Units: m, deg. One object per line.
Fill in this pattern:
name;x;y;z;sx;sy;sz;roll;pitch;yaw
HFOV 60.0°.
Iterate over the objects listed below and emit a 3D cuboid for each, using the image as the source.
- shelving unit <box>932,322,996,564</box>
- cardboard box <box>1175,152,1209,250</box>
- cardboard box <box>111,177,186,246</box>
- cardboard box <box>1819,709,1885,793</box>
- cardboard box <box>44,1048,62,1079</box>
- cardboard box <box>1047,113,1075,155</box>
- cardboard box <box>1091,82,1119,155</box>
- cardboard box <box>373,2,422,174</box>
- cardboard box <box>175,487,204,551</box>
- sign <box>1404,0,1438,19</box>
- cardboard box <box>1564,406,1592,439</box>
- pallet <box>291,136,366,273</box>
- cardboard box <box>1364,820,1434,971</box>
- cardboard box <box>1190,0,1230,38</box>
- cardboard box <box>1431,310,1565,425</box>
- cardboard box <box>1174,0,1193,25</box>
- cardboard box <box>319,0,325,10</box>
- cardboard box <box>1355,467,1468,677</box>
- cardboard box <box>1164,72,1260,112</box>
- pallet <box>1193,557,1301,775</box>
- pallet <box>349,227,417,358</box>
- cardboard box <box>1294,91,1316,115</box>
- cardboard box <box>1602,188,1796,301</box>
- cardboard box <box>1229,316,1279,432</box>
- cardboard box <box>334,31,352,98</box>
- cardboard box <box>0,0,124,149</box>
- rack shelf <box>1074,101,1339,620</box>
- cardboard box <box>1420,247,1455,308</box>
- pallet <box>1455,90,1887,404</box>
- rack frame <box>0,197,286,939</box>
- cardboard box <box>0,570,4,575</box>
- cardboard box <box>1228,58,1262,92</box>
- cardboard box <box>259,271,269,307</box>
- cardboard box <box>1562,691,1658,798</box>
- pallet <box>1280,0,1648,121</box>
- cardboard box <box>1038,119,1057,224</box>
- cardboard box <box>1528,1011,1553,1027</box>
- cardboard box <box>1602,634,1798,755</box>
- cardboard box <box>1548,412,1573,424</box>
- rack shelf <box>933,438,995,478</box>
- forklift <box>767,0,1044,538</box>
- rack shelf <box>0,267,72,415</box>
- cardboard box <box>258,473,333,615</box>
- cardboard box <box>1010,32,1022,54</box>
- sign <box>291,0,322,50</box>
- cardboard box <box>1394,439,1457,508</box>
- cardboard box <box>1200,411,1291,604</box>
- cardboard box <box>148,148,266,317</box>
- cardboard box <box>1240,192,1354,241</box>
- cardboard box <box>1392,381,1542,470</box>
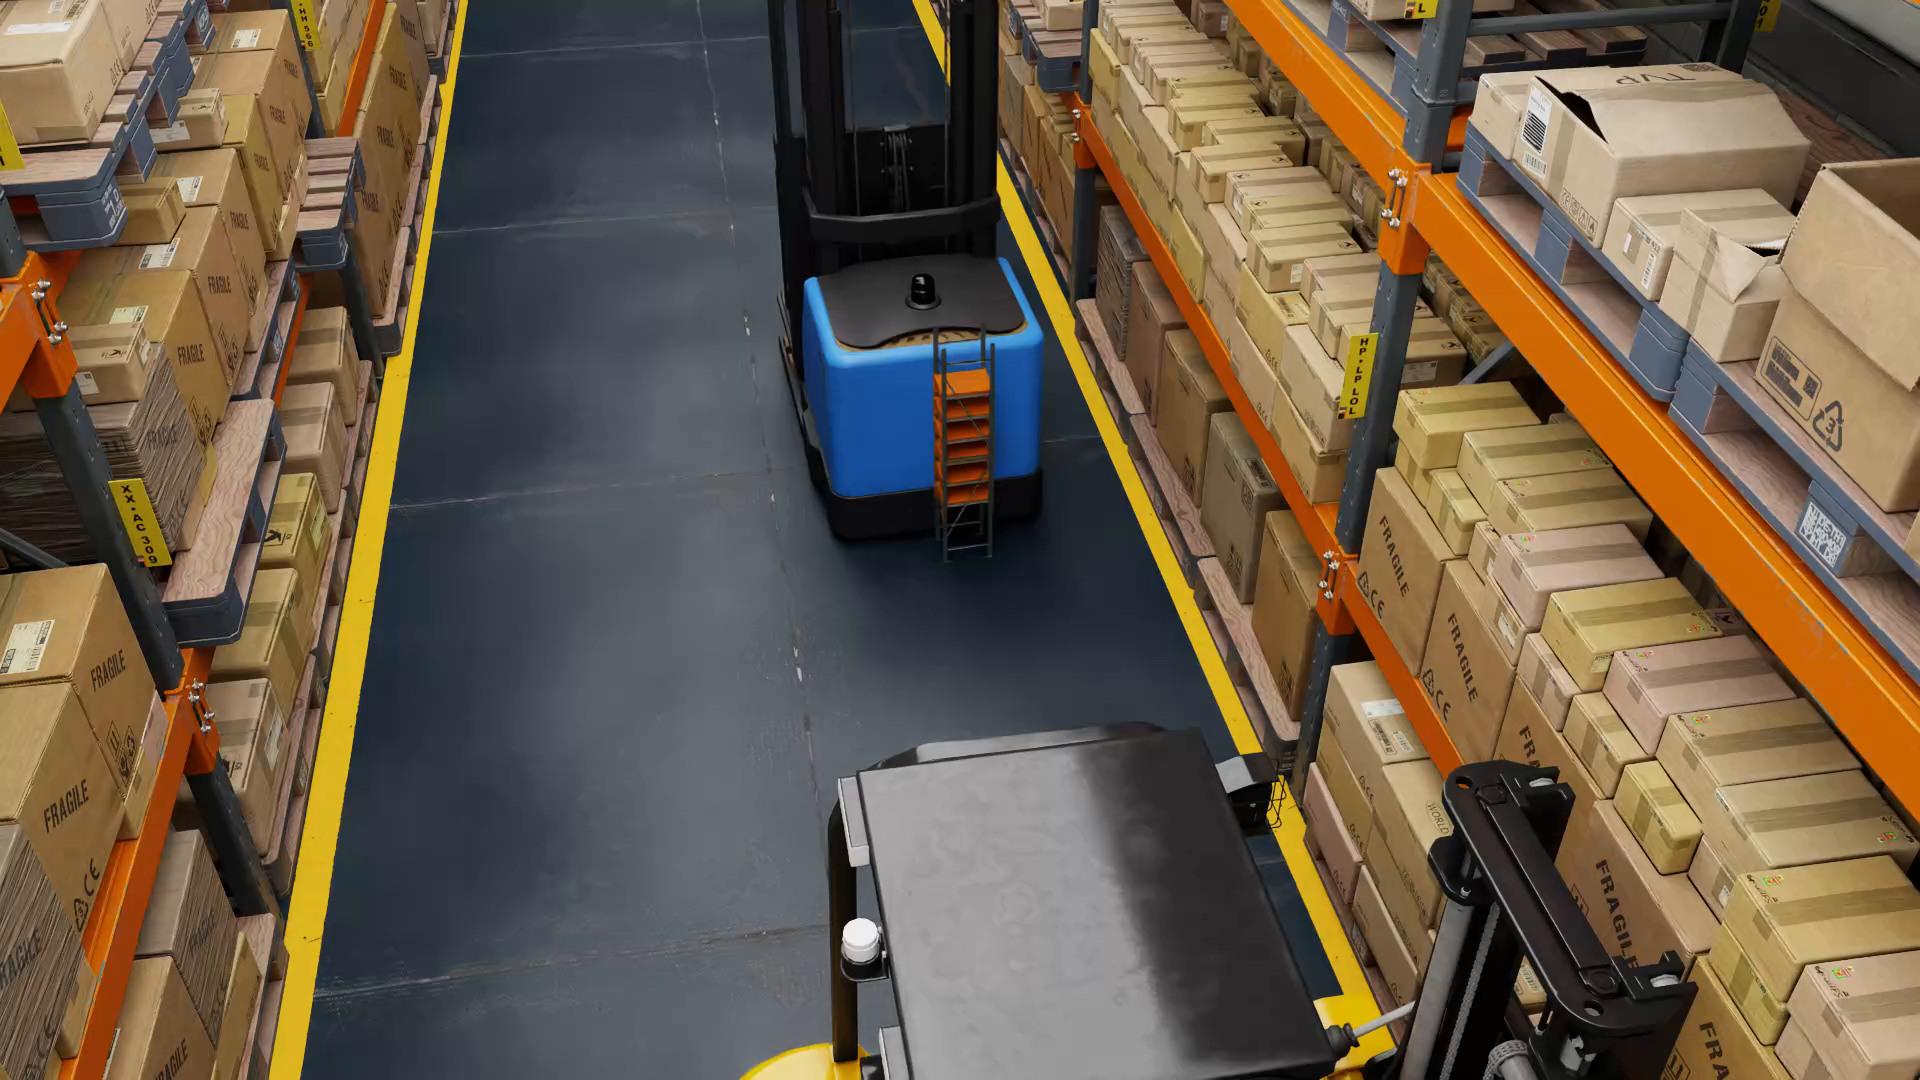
shelving unit;0.018;-0.431;7.727;0.258;1.200;0.189;-8;38;-10
cardboard box;1.267;-1.514;7.368;0.500;0.250;0.500;-6;38;-7
cardboard box;-3.056;-1.190;6.042;0.380;0.149;0.250;-4;38;-5
cardboard box;2.416;0.500;4.208;0.380;0.149;0.250;-5;38;-7
cardboard box;-2.477;1.387;4.124;0.380;0.149;0.250;-7;38;-9
cardboard box;0.741;-2.464;10.043;0.380;0.149;0.250;-8;39;-10
cardboard box;0.992;-2.243;8.714;0.500;0.250;0.500;-6;38;-8
cardboard box;-4.079;-2.892;10.818;0.875;0.875;0.875;-5;38;-7
cardboard box;-2.816;-0.079;5.669;0.380;0.149;0.250;-6;38;-7
sign;1.324;-1.629;4.679;0.100;0.325;0.005;-6;38;-8
cardboard box;2.210;-0.433;5.410;0.380;0.149;0.250;-6;38;-8
pallet;-3.501;-1.565;7.876;1.213;0.211;1.003;-6;38;-8
cardboard box;1.727;1.172;5.688;0.500;0.250;0.500;-6;38;-8
cardboard box;1.411;-2.717;8.592;0.380;0.149;0.250;-5;38;-6
cardboard box;2.020;-0.653;6.260;0.500;0.250;0.500;-7;38;-9
cardboard box;1.219;-3.129;9.309;0.500;0.500;0.500;-5;38;-6
cardboard box;-3.673;-3.117;8.821;0.500;0.500;0.500;-6;38;-8
cardboard box;1.677;0.076;5.525;0.500;0.500;0.500;-7;38;-9
cardboard box;1.171;-2.049;7.732;0.380;0.149;0.250;-6;38;-7
pallet;1.689;0.480;7.360;1.003;0.211;1.213;-6;38;-8
pallet;-3.795;-1.443;9.836;1.003;0.211;1.213;-6;38;-8
cardboard box;1.759;-1.960;7.617;0.380;0.149;0.250;-7;38;-9
cardboard box;1.771;-0.703;3.946;0.380;0.149;0.250;-5;38;-7
cardboard box;1.417;-0.700;6.729;0.500;0.250;0.500;-6;38;-8
cardboard box;-3.677;-2.632;9.215;0.500;0.250;0.500;-7;38;-9
cardboard box;-2.738;-1.331;4.754;0.500;0.250;0.500;-7;38;-9
rack shelf;1.506;-1.104;7.713;1.077;0.370;4.000;-6;38;-8
cardboard box;1.967;-1.030;6.421;0.380;0.149;0.250;-6;38;-8
pallet;2.031;-0.818;4.384;1.003;0.211;1.213;-6;38;-8
rack frame;-3.030;0.356;5.247;1.000;3.000;0.127;-6;38;-8
cardboard box;-3.392;0.008;5.557;0.380;0.149;0.250;-6;38;-7
cardboard box;1.599;-2.184;8.232;0.500;0.250;0.500;-6;38;-8
cardboard box;-3.093;-1.027;6.889;0.380;0.149;0.250;-7;38;-9
cardboard box;1.849;0.521;4.424;0.380;0.149;0.250;-7;38;-9
pallet;1.689;-1.821;5.759;0.805;0.209;1.217;-8;39;-10
cardboard box;0.792;-2.311;10.375;0.500;0.500;0.500;-7;38;-9
cardboard box;1.895;1.598;4.732;0.500;0.250;0.500;-7;38;-9
cardboard box;1.924;0.401;4.337;0.380;0.149;0.250;-6;38;-8
cardboard box;2.165;-0.309;5.493;0.380;0.149;0.250;-6;38;-8
rack shelf;0.018;-0.396;7.754;0.258;0.103;0.180;-8;38;-10
forklift;-0.408;-2.072;8.427;1.130;2.935;3.031;-8;38;-10
rack shelf;-2.679;0.663;2.993;1.077;0.370;4.000;-6;38;-8
cardboard box;-3.377;0.057;7.431;0.950;0.372;0.625;-5;38;-6
cardboard box;0.545;-3.420;11.274;0.380;0.149;0.250;-5;38;-6
sign;-3.199;-2.550;8.108;0.100;0.325;0.005;-6;38;-8
cardboard box;1.653;-0.255;5.423;0.380;0.149;0.250;-7;38;-9
cardboard box;1.625;-0.192;7.545;0.875;0.625;0.625;-7;38;-8
cardboard box;-3.092;-1.193;6.574;0.500;0.500;0.500;-8;39;-10
cardboard box;1.363;-1.275;6.736;0.380;0.149;0.250;-7;38;-9
cardboard box;1.620;-0.369;5.327;0.380;0.149;0.250;-5;38;-7
